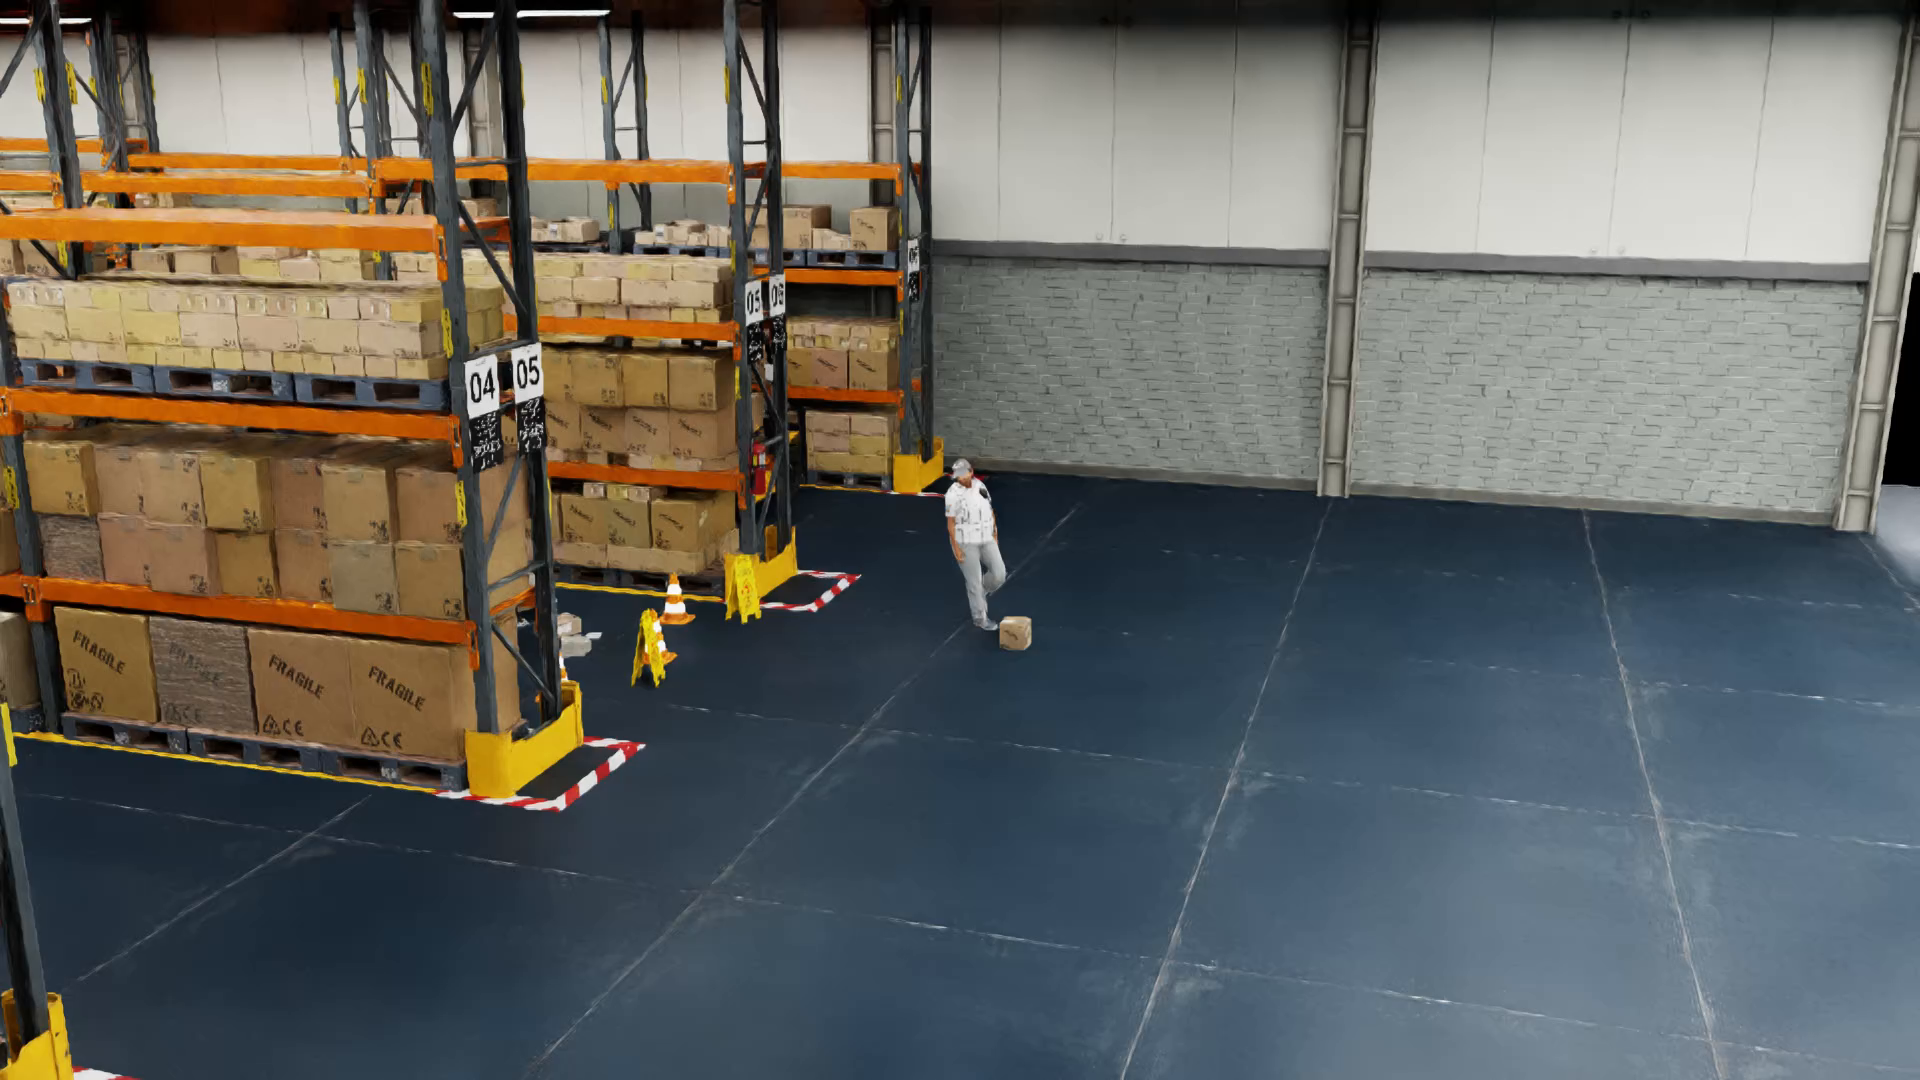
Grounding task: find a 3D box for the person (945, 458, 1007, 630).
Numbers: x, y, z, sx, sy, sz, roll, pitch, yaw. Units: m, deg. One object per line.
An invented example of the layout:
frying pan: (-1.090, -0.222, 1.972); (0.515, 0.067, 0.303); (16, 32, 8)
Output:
person: (0.136, 0.028, 15.888); (0.526, 1.636, 0.546); (-10, 18, -32)
